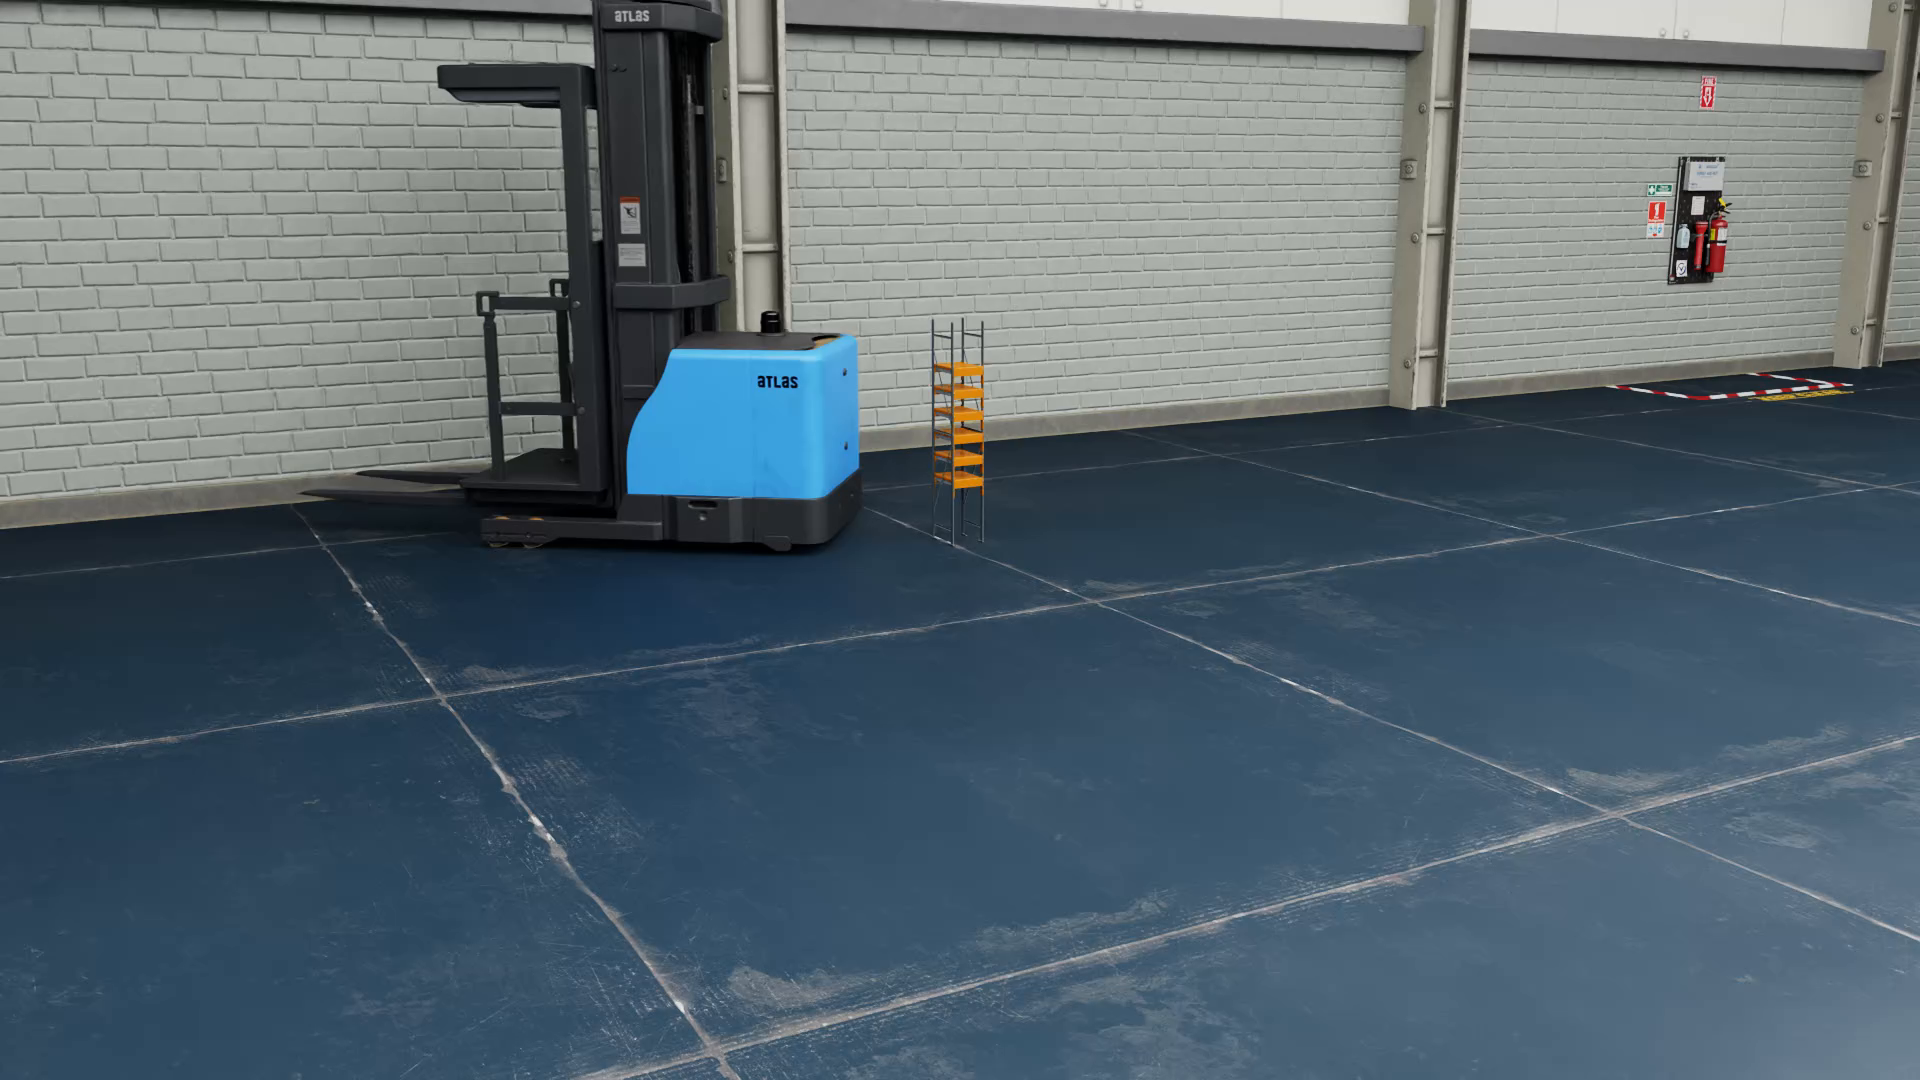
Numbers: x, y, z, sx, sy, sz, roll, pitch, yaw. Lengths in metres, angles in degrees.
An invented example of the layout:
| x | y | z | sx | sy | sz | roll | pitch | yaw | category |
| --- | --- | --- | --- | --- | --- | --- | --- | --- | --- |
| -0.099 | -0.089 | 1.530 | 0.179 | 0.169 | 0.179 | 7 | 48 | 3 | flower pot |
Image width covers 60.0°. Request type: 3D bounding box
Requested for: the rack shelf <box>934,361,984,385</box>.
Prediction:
| x | y | z | sx | sy | sz | roll | pitch | yaw | category |
| --- | --- | --- | --- | --- | --- | --- | --- | --- | --- |
| -0.013 | -0.892 | 8.901 | 0.180 | 0.103 | 0.258 | -7 | 14 | -28 | rack shelf |

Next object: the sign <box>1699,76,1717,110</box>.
| x | y | z | sx | sy | sz | roll | pitch | yaw | category |
| --- | --- | --- | --- | --- | --- | --- | --- | --- | --- |
| 6.920 | -4.137 | 15.381 | 0.199 | 0.298 | 0.001 | -7 | 14 | -28 | sign |

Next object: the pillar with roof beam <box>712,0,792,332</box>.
| x | y | z | sx | sy | sz | roll | pitch | yaw | category |
| --- | --- | --- | --- | --- | --- | --- | --- | --- | --- |
| 0.692 | -4.075 | 6.722 | 0.400 | 9.000 | 9.100 | -7 | 14 | -28 | pillar with roof beam |

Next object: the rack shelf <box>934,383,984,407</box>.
| x | y | z | sx | sy | sz | roll | pitch | yaw | category |
| --- | --- | --- | --- | --- | --- | --- | --- | --- | --- |
| -0.013 | -0.775 | 8.928 | 0.180 | 0.103 | 0.258 | -7 | 14 | -28 | rack shelf |

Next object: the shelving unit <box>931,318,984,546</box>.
| x | y | z | sx | sy | sz | roll | pitch | yaw | category |
| --- | --- | --- | --- | --- | --- | --- | --- | --- | --- |
| -0.013 | -0.584 | 8.971 | 0.189 | 1.200 | 0.258 | -7 | 14 | -28 | shelving unit |

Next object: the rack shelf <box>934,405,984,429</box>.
| x | y | z | sx | sy | sz | roll | pitch | yaw | category |
| --- | --- | --- | --- | --- | --- | --- | --- | --- | --- |
| -0.013 | -0.658 | 8.954 | 0.180 | 0.103 | 0.258 | -7 | 14 | -28 | rack shelf |

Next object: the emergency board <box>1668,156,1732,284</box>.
| x | y | z | sx | sy | sz | roll | pitch | yaw | category |
| --- | --- | --- | --- | --- | --- | --- | --- | --- | --- |
| 6.975 | -2.988 | 15.554 | 0.643 | 1.169 | 0.194 | -7 | 14 | -28 | emergency board |

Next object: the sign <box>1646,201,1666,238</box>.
| x | y | z | sx | sy | sz | roll | pitch | yaw | category |
| --- | --- | --- | --- | --- | --- | --- | --- | --- | --- |
| 6.440 | -2.967 | 15.380 | 0.234 | 0.329 | 0.001 | -7 | 14 | -28 | sign |

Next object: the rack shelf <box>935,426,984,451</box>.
| x | y | z | sx | sy | sz | roll | pitch | yaw | category |
| --- | --- | --- | --- | --- | --- | --- | --- | --- | --- |
| -0.013 | -0.540 | 8.980 | 0.180 | 0.103 | 0.258 | -7 | 14 | -28 | rack shelf |

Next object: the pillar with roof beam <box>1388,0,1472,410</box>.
| x | y | z | sx | sy | sz | roll | pitch | yaw | category |
| --- | --- | --- | --- | --- | --- | --- | --- | --- | --- |
| 5.958 | -4.706 | 9.526 | 0.400 | 9.000 | 9.100 | -7 | 14 | -28 | pillar with roof beam |

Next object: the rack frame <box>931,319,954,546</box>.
| x | y | z | sx | sy | sz | roll | pitch | yaw | category |
| --- | --- | --- | --- | --- | --- | --- | --- | --- | --- |
| -0.093 | -0.574 | 8.928 | 0.006 | 1.200 | 0.240 | -7 | 14 | -28 | rack frame |

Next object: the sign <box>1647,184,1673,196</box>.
| x | y | z | sx | sy | sz | roll | pitch | yaw | category |
| --- | --- | --- | --- | --- | --- | --- | --- | --- | --- |
| 6.448 | -3.224 | 15.316 | 0.331 | 0.109 | 0.001 | -7 | 14 | -28 | sign |

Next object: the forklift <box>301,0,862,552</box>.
| x | y | z | sx | sy | sz | roll | pitch | yaw | category |
| --- | --- | --- | --- | --- | --- | --- | --- | --- | --- |
| -2.126 | -1.496 | 9.082 | 3.031 | 2.935 | 1.130 | 2 | 13 | 8 | forklift |

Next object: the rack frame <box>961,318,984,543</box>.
| x | y | z | sx | sy | sz | roll | pitch | yaw | category |
| --- | --- | --- | --- | --- | --- | --- | --- | --- | --- |
| 0.068 | -0.593 | 9.013 | 0.006 | 1.200 | 0.240 | -7 | 14 | -28 | rack frame |

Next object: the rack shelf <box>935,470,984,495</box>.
| x | y | z | sx | sy | sz | roll | pitch | yaw | category |
| --- | --- | --- | --- | --- | --- | --- | --- | --- | --- |
| -0.013 | -0.306 | 9.033 | 0.180 | 0.103 | 0.258 | -7 | 14 | -28 | rack shelf |

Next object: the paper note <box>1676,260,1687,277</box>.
| x | y | z | sx | sy | sz | roll | pitch | yaw | category |
| --- | --- | --- | --- | --- | --- | --- | --- | --- | --- |
| 6.786 | -2.553 | 15.627 | 0.142 | 0.148 | 0.016 | -7 | 14 | -28 | paper note |

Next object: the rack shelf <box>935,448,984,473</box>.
| x | y | z | sx | sy | sz | roll | pitch | yaw | category |
| --- | --- | --- | --- | --- | --- | --- | --- | --- | --- |
| -0.013 | -0.423 | 9.007 | 0.180 | 0.103 | 0.258 | -7 | 14 | -28 | rack shelf |

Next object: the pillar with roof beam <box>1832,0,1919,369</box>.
| x | y | z | sx | sy | sz | roll | pitch | yaw | category |
| --- | --- | --- | --- | --- | --- | --- | --- | --- | --- |
| 11.225 | -5.338 | 12.331 | 0.400 | 9.000 | 9.100 | -7 | 14 | -28 | pillar with roof beam |
